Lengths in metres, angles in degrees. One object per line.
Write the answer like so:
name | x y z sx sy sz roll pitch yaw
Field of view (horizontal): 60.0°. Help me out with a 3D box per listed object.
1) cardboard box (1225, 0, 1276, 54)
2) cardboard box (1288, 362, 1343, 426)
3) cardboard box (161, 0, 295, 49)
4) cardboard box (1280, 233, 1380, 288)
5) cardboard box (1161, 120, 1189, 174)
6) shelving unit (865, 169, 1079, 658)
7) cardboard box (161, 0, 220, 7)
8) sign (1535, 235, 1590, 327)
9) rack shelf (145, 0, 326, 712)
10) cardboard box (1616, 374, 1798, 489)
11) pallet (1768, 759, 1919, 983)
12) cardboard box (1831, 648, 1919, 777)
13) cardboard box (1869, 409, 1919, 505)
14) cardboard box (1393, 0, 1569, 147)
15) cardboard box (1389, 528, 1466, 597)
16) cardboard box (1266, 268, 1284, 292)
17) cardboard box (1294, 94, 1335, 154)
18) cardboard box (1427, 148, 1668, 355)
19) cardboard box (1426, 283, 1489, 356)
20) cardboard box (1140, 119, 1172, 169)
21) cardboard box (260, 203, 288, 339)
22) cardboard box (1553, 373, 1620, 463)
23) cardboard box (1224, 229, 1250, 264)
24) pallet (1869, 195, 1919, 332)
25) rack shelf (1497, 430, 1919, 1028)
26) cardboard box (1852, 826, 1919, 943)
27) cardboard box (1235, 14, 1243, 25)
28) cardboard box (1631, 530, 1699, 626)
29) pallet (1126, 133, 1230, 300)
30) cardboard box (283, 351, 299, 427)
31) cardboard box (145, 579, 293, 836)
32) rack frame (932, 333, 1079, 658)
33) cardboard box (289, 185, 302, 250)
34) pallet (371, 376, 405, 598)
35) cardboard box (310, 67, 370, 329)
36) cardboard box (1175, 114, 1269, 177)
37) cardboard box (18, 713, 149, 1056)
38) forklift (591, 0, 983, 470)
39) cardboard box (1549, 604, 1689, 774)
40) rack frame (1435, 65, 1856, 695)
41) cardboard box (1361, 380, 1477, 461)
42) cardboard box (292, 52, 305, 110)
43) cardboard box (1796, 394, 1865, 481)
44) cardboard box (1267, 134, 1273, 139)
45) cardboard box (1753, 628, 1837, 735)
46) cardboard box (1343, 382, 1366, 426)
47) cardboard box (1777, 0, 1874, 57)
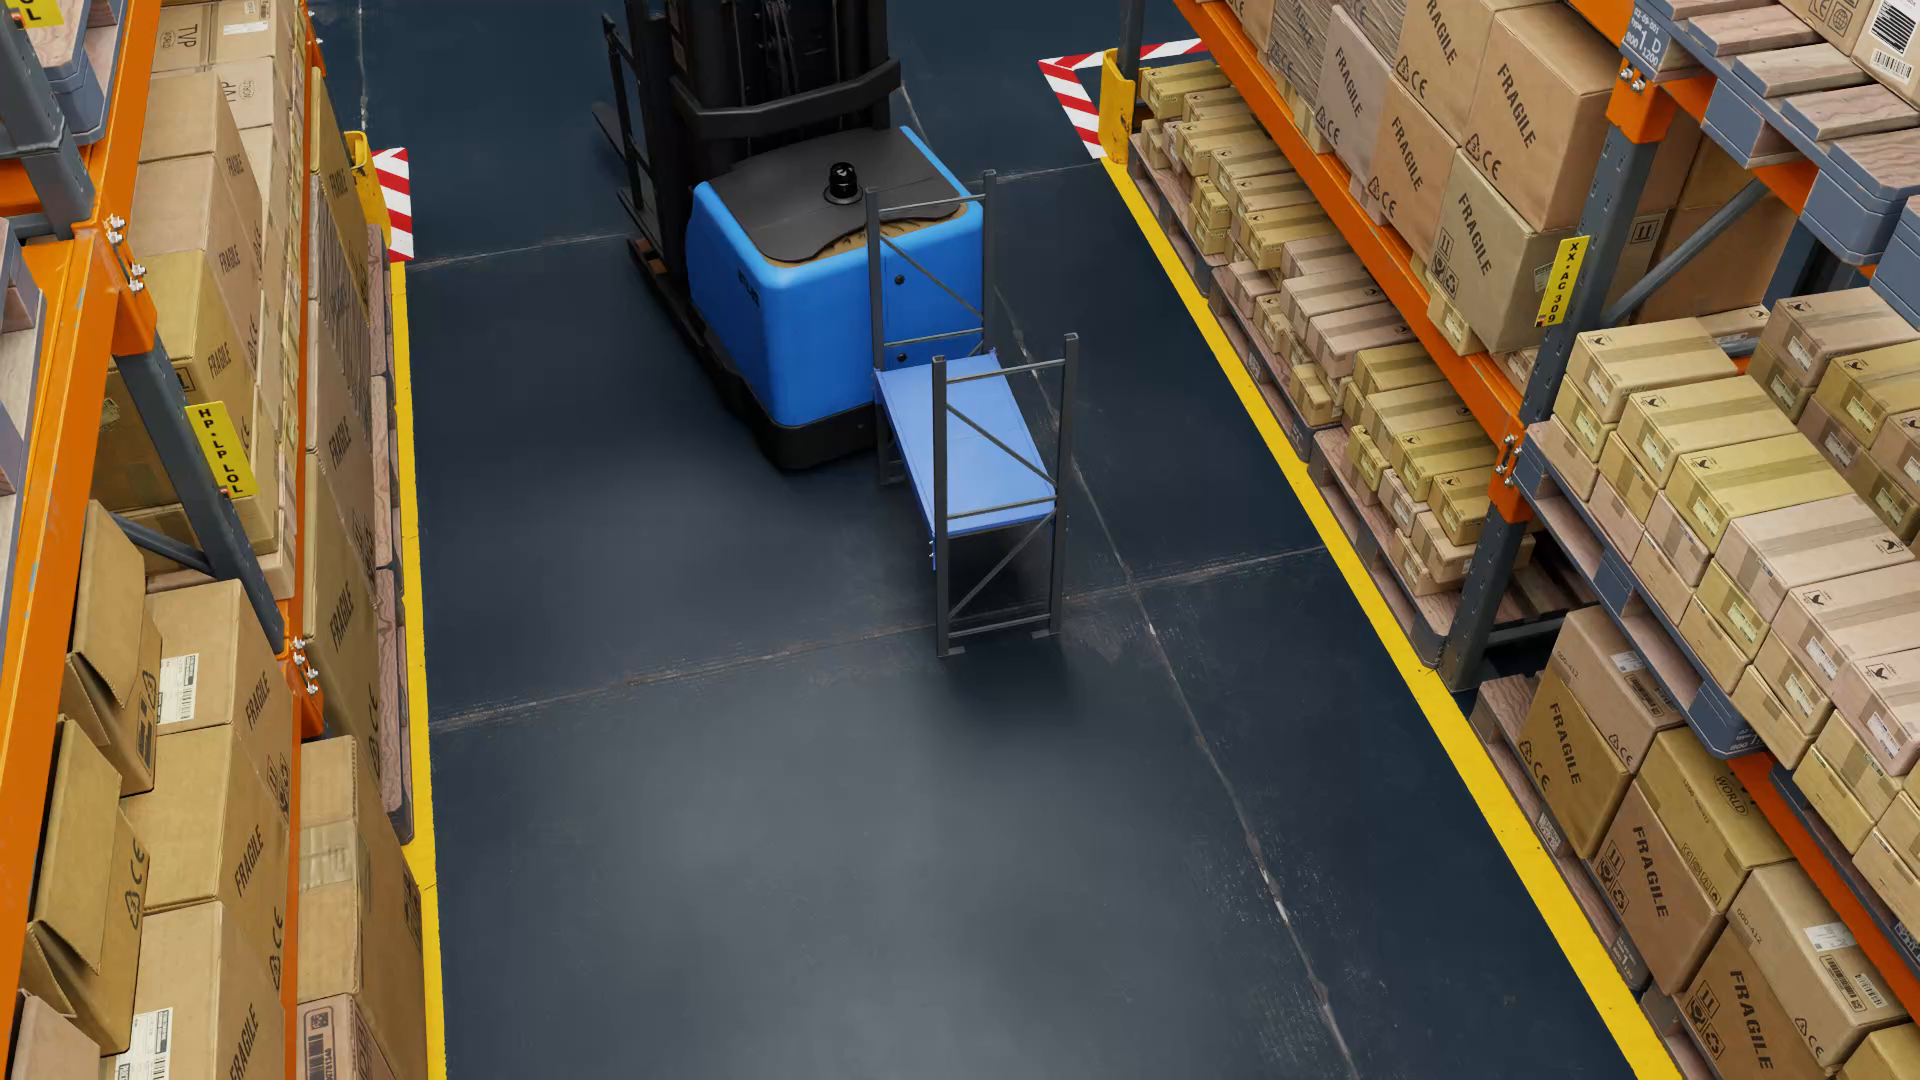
cardboard box | 1.457 -2.421 6.995 0.500 0.500 0.500 -10 46 -10
cardboard box | 1.663 -0.659 7.248 0.380 0.149 0.250 -11 47 -10
cardboard box | -3.106 -2.276 7.028 0.500 0.250 0.500 -11 47 -11
cardboard box | 1.653 -1.221 7.382 0.380 0.149 0.250 -11 47 -10
cardboard box | 1.235 -1.993 8.348 0.380 0.149 0.250 -11 47 -11
shelving unit | 0.022 -0.466 6.407 0.538 1.500 1.048 -11 47 -10
cardboard box | -3.108 -2.537 6.758 0.500 0.500 0.500 -10 46 -10
sign | 1.835 -0.785 5.064 0.100 0.325 0.005 -11 47 -10
rack shelf | -2.975 -0.878 6.265 1.077 0.370 4.000 -11 47 -10
cardboard box | 2.092 -0.306 4.666 0.380 0.149 0.250 -10 46 -9
pallet | 2.836 0.883 4.169 1.003 0.211 1.213 -11 47 -10
cardboard box | 2.346 0.395 3.979 0.380 0.149 0.250 -9 46 -9
cardboard box | 2.783 -0.248 4.609 0.380 0.149 0.250 -12 47 -12
cardboard box | 1.839 -1.707 5.595 0.500 0.500 0.500 -12 47 -12
cardboard box | 1.928 0.056 6.548 0.380 0.149 0.250 -10 46 -10
cardboard box | 1.614 -1.298 7.666 0.380 0.149 0.250 -9 46 -8
cardboard box | 1.589 -1.719 6.761 0.380 0.149 0.250 -10 46 -10
cardboard box | 1.961 -1.008 5.610 0.500 0.500 0.500 -11 47 -10
cardboard box | 1.887 -0.811 5.871 0.380 0.149 0.250 -12 47 -11
cardboard box | 1.159 -2.077 8.638 0.380 0.149 0.250 -10 46 -10
cardboard box | -2.590 -0.874 5.654 0.500 0.250 0.500 -10 46 -9
cardboard box | 2.014 -0.394 4.960 0.380 0.149 0.250 -10 46 -10
cardboard box | 1.492 -1.386 7.961 0.380 0.149 0.250 -11 47 -10
pallet | 2.682 -0.409 3.333 1.213 0.211 1.003 -11 47 -10
rack shelf | 2.870 1.046 4.379 1.077 0.370 4.000 -11 47 -10
cardboard box | 2.415 0.786 4.012 0.380 0.149 0.250 -13 47 -12
cardboard box | 1.421 -2.459 7.486 0.380 0.149 0.250 -9 46 -8
cardboard box | 2.151 0.074 4.710 0.380 0.149 0.250 -10 46 -10
pallet | 1.527 -1.752 8.570 1.003 0.211 1.213 -11 47 -10
cardboard box | -2.421 -0.471 5.538 0.380 0.149 0.250 -12 47 -11
cardboard box | -2.079 0.489 4.352 0.500 0.500 0.500 -11 47 -10
rack frame | 0.152 -0.115 6.063 0.500 1.500 0.032 -11 47 -10
cardboard box | -2.686 -1.182 6.235 0.380 0.149 0.250 -10 46 -10
pallet | -2.897 -0.156 7.006 1.003 0.211 1.213 -11 47 -10
cardboard box | -3.245 -1.487 7.551 0.875 0.875 0.875 -11 47 -10
cardboard box | 1.267 -1.916 8.064 0.380 0.149 0.250 -11 47 -10
cardboard box | -2.127 0.780 3.364 0.797 0.503 0.637 -10 46 -10
forklift | -0.997 -2.384 7.285 1.130 2.935 3.031 -21 49 -19
cardboard box | 2.292 0.438 5.403 0.500 0.250 0.500 -13 47 -12
rack frame | 2.358 -0.586 5.475 1.000 3.000 0.127 -11 47 -10
cardboard box | 1.841 -0.482 6.658 0.380 0.149 0.250 -11 47 -11
cardboard box | -2.945 -1.884 6.923 0.380 0.149 0.250 -11 47 -10
cardboard box | 2.719 -0.329 4.897 0.380 0.149 0.250 -10 46 -10
cardboard box | 1.760 -2.099 8.451 0.380 0.149 0.250 -12 47 -11
cardboard box | 2.287 0.328 4.252 0.380 0.149 0.250 -9 46 -9
cardboard box | 1.834 -0.556 6.940 0.380 0.149 0.250 -10 46 -10
cardboard box | 2.349 -1.537 3.942 0.700 0.500 0.500 -11 47 -10
